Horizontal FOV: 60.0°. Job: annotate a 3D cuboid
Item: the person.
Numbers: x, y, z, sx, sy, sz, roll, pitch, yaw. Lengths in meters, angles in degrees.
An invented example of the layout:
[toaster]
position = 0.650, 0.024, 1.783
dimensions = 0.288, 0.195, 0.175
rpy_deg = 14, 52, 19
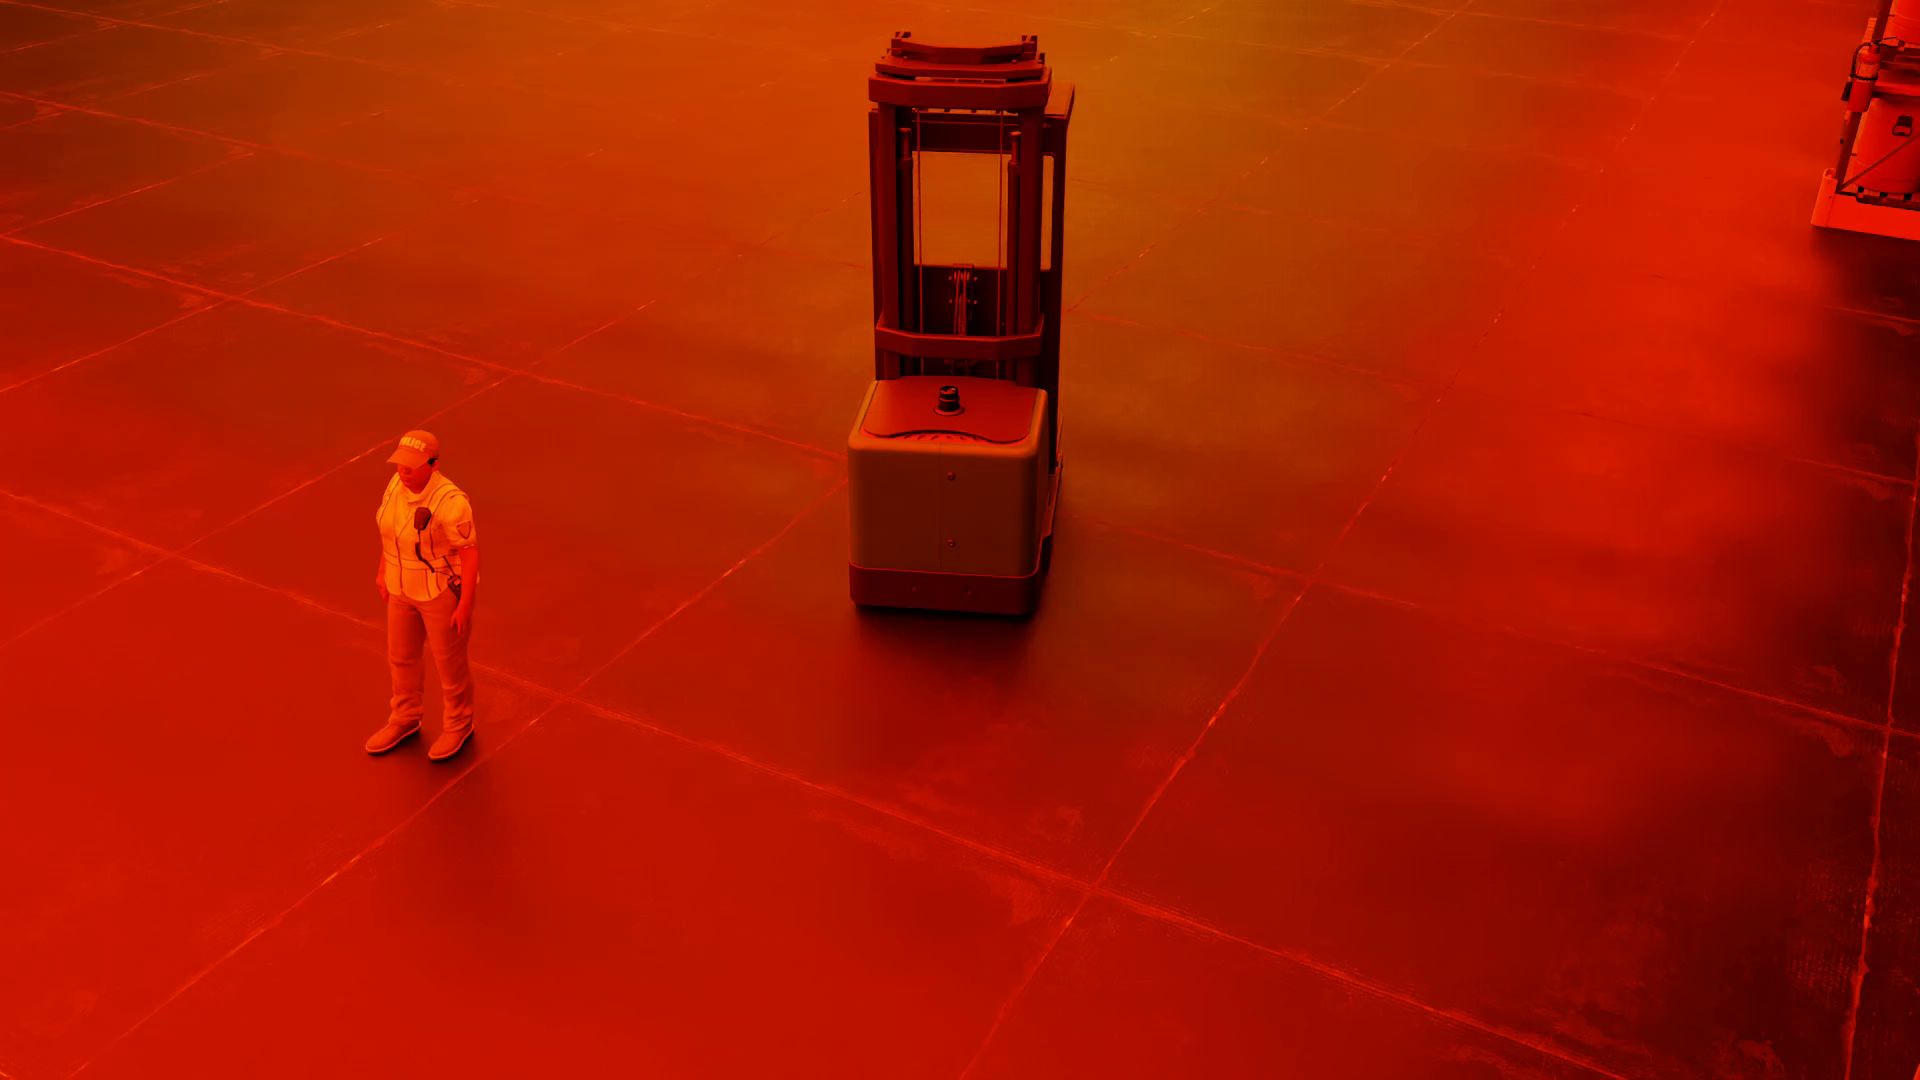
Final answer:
[person]
position = -2.565, 0.272, 7.850
dimensions = 0.598, 1.670, 0.529
rpy_deg = 16, 33, 25

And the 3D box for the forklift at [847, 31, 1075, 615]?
[forklift]
position = 0.072, -1.572, 9.794
dimensions = 1.130, 2.935, 3.031
rpy_deg = 3, 30, 6
